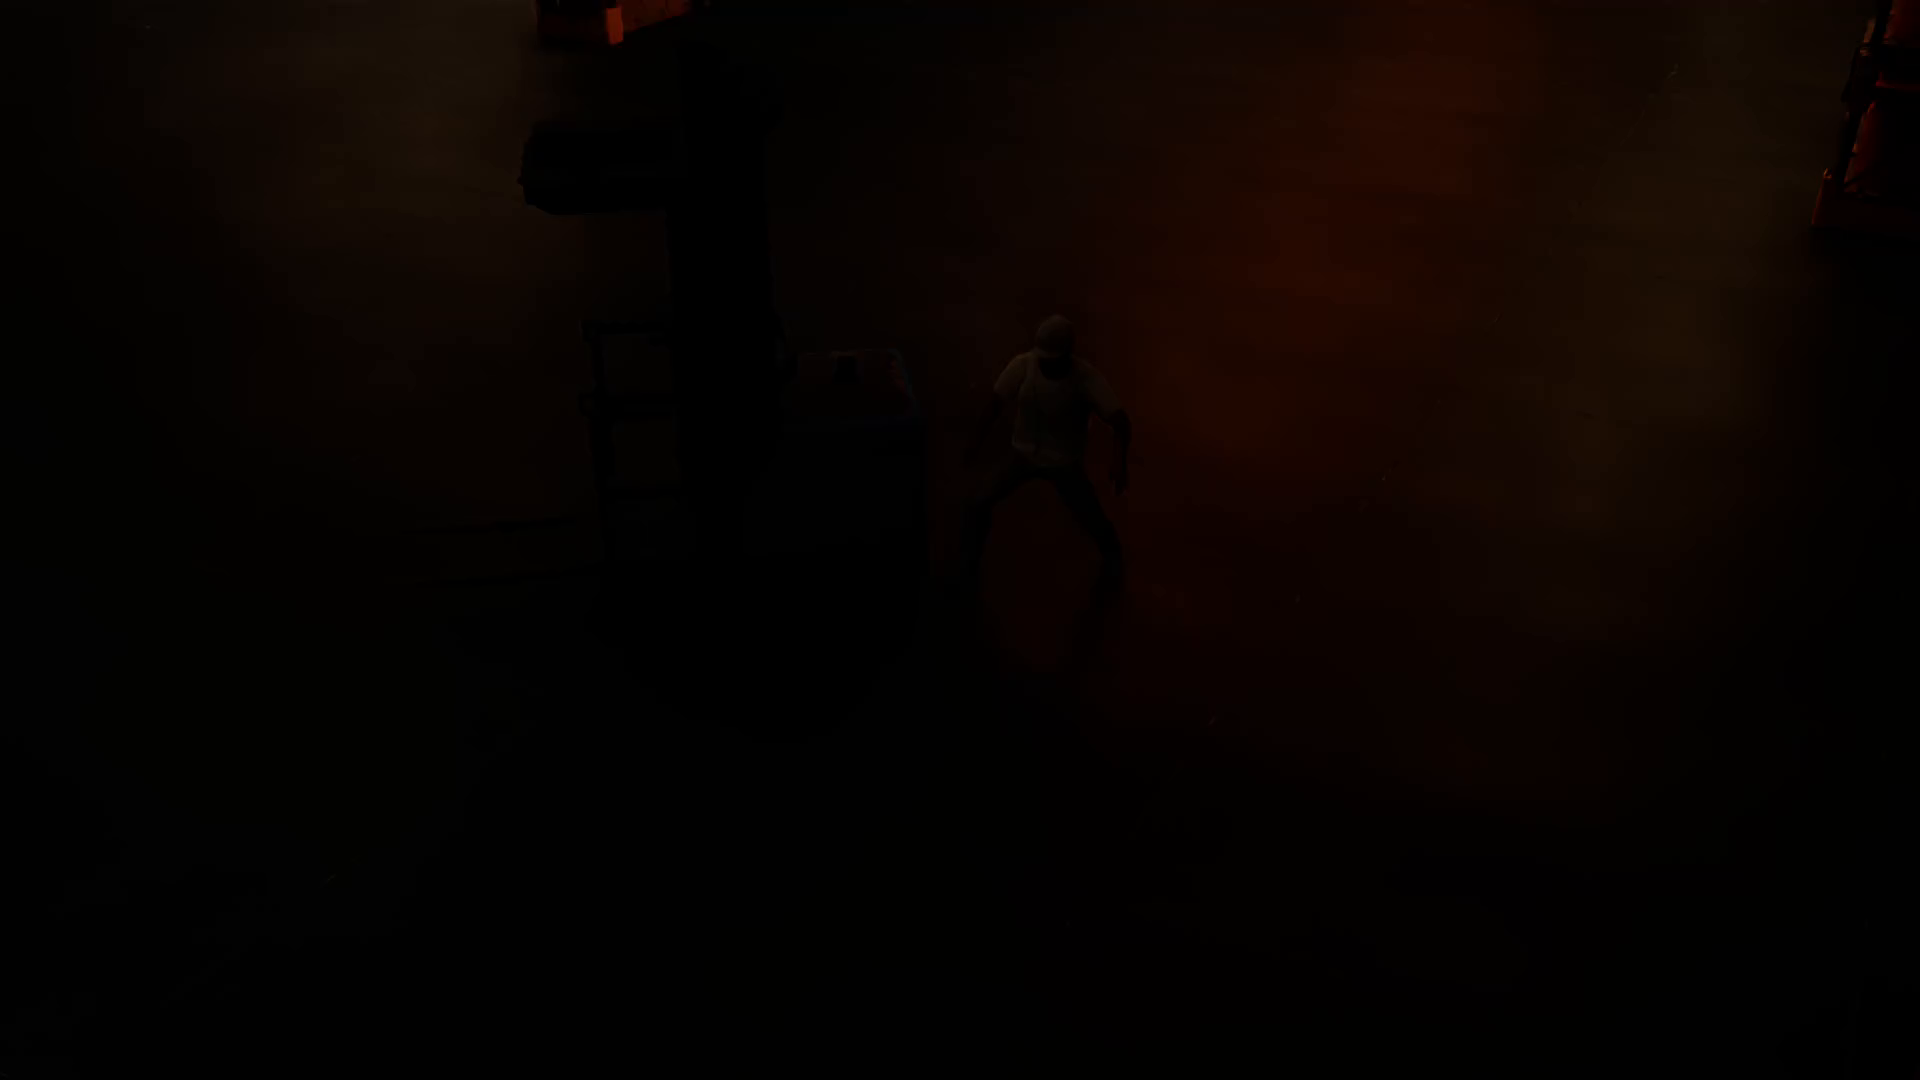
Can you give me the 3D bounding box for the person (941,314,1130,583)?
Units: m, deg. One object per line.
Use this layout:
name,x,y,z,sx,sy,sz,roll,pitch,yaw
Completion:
person,0.512,-0.469,9.257,1.036,1.621,0.863,13,33,22

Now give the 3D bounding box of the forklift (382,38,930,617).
forklift,-1.740,-1.124,9.019,3.031,2.935,1.130,-5,30,-9
